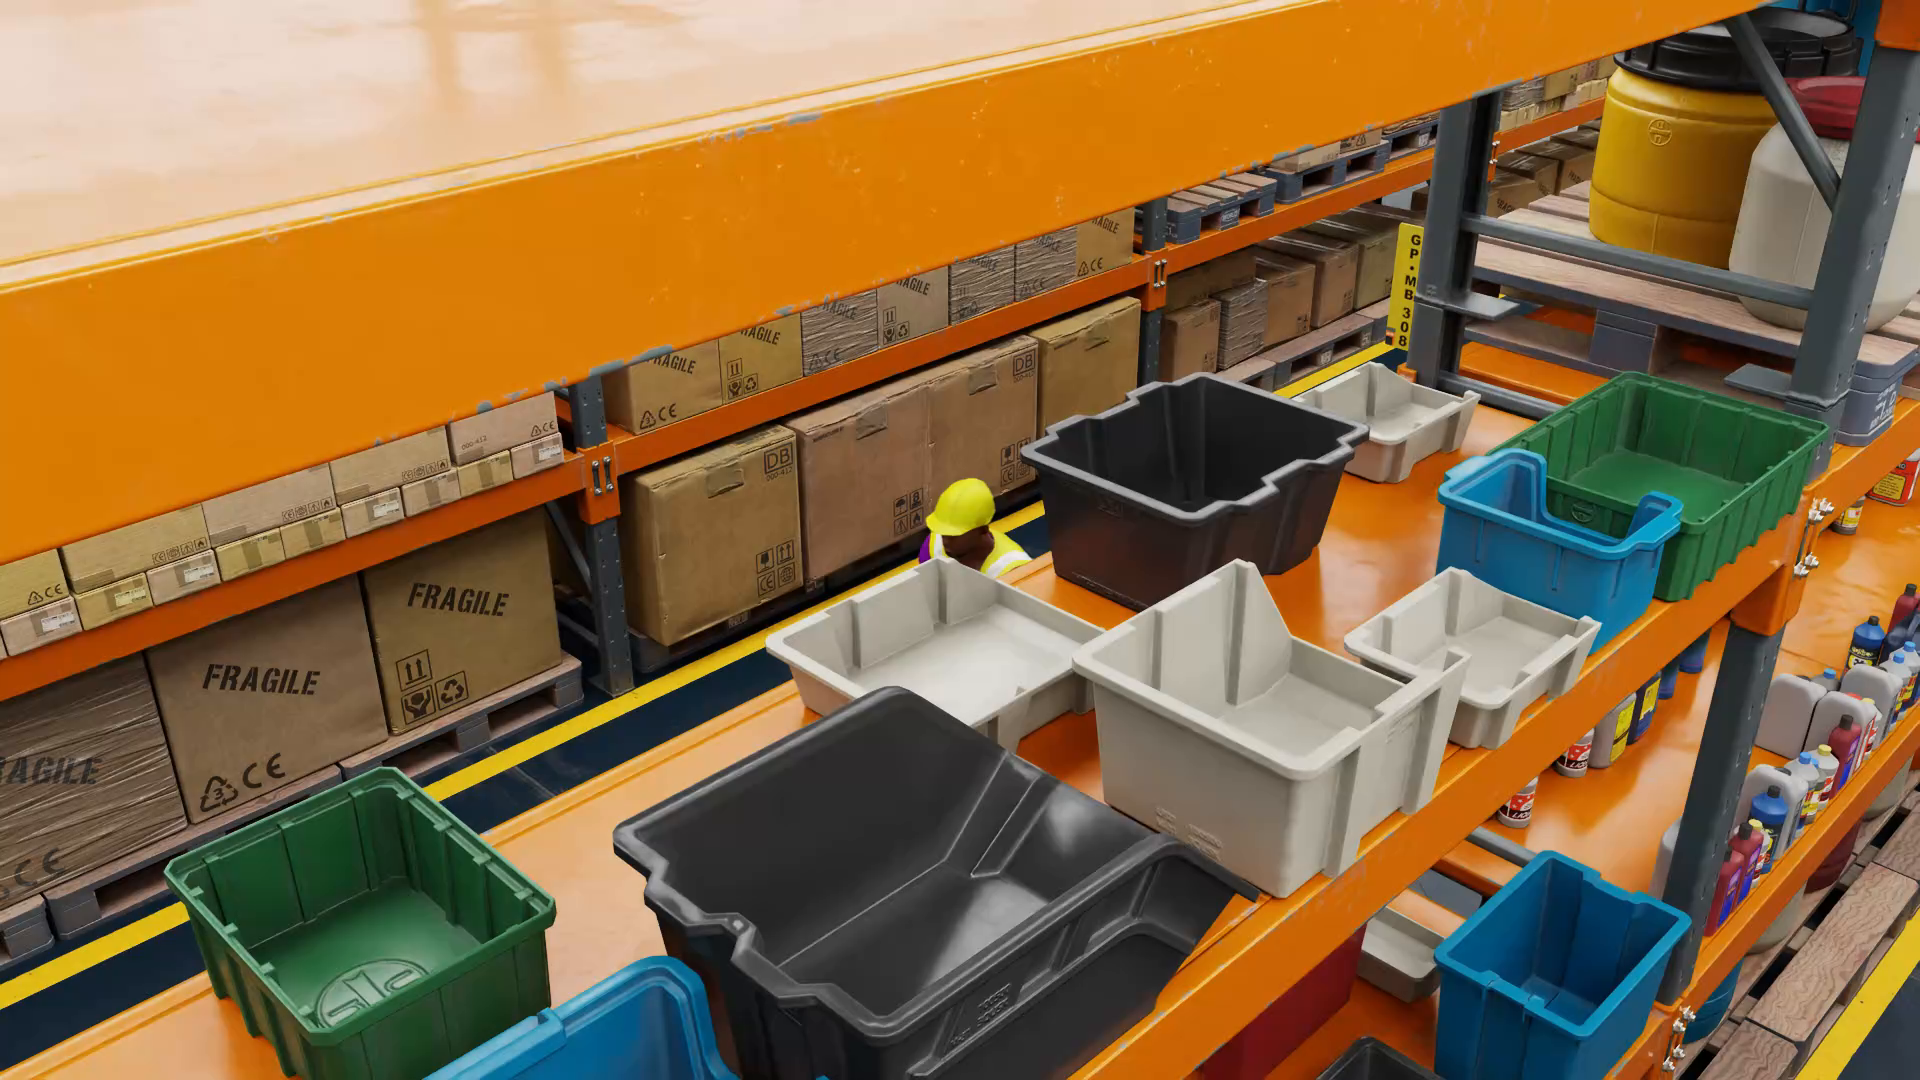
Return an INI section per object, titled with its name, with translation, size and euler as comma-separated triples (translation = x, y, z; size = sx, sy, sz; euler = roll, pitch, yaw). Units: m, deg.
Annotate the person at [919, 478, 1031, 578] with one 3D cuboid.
[person]
translation = 0.043, 0.537, 6.574
size = 0.638, 1.761, 0.456
euler = 23, 35, 37
